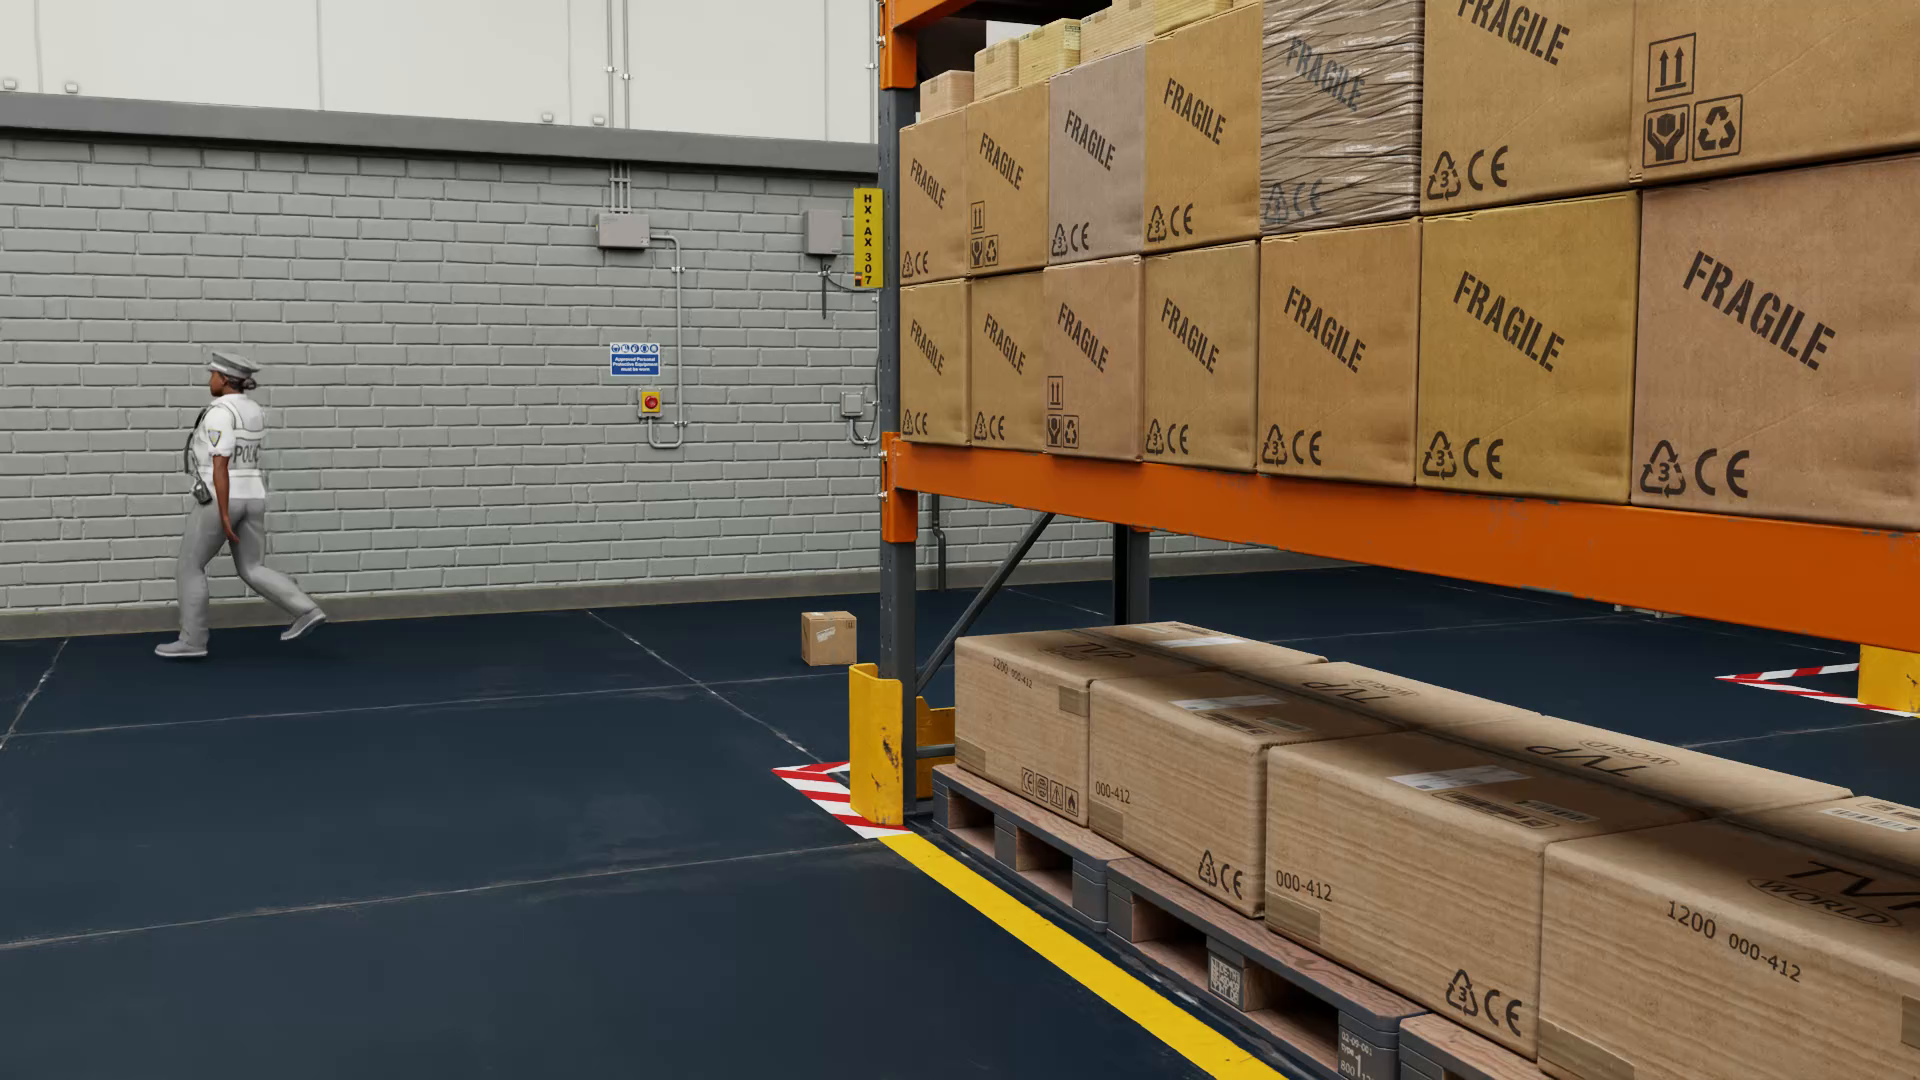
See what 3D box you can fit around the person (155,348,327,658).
[{"bbox_3d":[-3.878,-0.199,8.893,0.883,1.648,0.443,1,6,12],"label":"person"}]
